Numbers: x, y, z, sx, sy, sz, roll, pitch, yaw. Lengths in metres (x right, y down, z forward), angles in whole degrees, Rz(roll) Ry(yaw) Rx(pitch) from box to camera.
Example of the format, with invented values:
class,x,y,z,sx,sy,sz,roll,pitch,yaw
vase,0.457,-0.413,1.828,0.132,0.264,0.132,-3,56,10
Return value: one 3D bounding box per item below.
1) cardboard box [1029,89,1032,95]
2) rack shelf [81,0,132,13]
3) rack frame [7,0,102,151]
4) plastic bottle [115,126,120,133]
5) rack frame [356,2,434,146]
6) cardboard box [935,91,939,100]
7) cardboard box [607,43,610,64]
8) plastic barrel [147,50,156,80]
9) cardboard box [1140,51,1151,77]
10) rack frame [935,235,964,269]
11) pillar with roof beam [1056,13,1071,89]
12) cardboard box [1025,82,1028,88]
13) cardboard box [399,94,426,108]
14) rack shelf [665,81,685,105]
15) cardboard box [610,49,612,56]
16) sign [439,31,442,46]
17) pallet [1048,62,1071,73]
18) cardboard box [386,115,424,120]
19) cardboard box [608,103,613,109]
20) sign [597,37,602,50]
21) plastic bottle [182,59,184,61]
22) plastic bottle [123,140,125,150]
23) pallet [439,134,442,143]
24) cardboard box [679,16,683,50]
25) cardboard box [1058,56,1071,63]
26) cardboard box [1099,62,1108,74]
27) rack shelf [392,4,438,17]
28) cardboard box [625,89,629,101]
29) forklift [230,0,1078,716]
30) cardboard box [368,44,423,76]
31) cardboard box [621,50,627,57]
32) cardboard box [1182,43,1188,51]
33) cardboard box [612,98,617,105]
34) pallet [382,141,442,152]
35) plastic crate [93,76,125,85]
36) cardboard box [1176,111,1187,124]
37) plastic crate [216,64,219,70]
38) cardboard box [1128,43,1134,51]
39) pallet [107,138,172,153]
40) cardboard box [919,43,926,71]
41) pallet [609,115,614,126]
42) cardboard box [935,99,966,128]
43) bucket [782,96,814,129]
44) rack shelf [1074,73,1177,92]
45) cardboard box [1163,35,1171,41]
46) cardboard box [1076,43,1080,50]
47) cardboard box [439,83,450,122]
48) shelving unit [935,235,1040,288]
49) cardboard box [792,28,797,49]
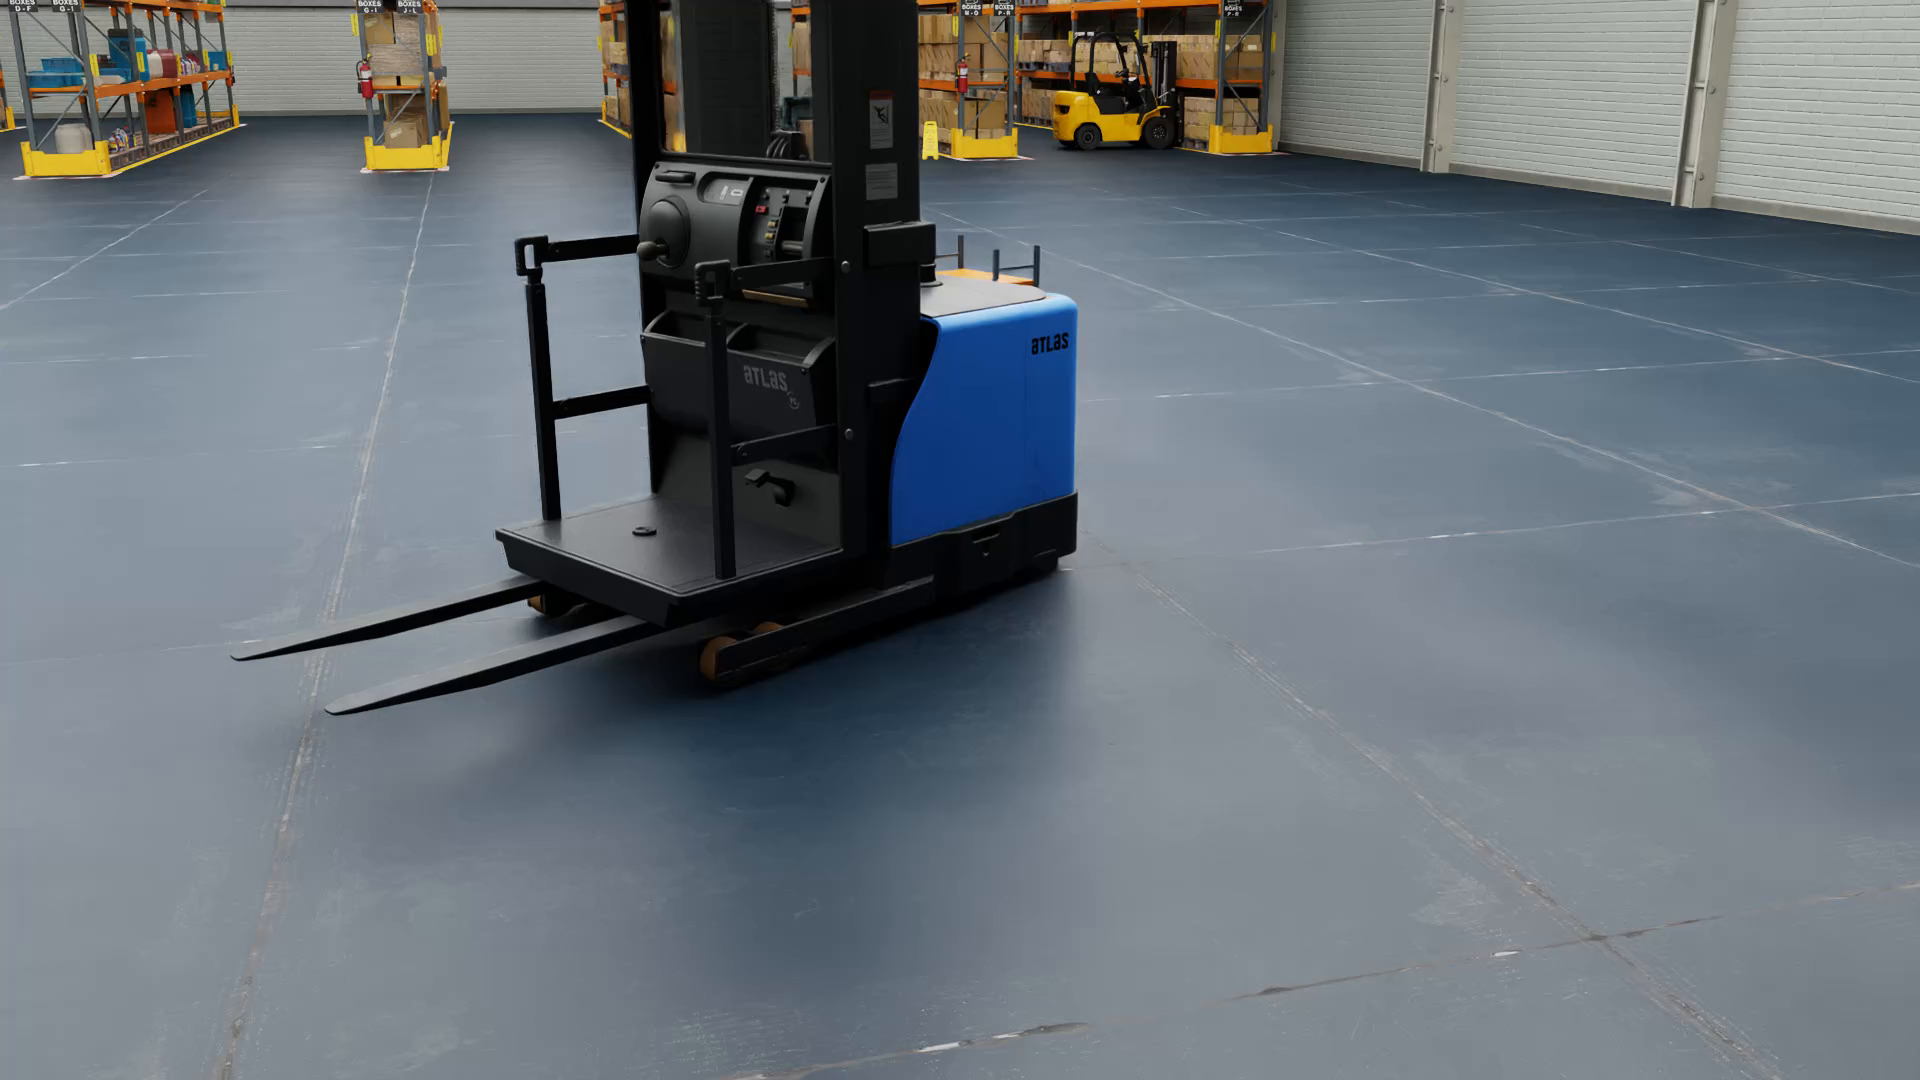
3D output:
class,x,y,z,sx,sy,sz,roll,pitch,yaw
cardboard box,1.928,-11.132,41.285,0.380,0.149,0.250,-5,17,-17
rack shelf,-14.380,-8.766,26.956,1.077,0.370,4.000,-5,17,-15
rack frame,-13.830,-7.120,25.442,1.000,3.000,0.127,-5,17,-15
plastic bottle,-14.614,-7.002,28.888,0.144,0.351,0.185,-5,17,-15
rack frame,-9.068,-7.512,26.746,1.000,3.000,0.127,-5,17,-15
cardboard box,-0.242,-8.217,30.710,0.380,0.149,0.250,-4,17,-14
cardboard box,-8.250,-11.779,40.259,0.500,0.500,0.500,-5,17,-16
plastic barrel,-15.302,-8.896,31.119,0.433,0.535,0.433,0,17,0
cardboard box,4.004,-9.700,33.856,0.500,0.500,0.500,-5,17,-17
rack frame,-0.082,-0.715,7.248,0.240,1.200,0.015,-13,21,-38
pillar with roof beam,-1.529,-14.805,40.597,9.100,9.000,0.400,-5,17,-15
cardboard box,1.836,-11.350,41.493,0.380,0.149,0.250,-5,17,-16
cardboard box,-10.898,-8.769,33.206,0.500,0.250,0.500,-3,17,-9
rack shelf,-4.821,-8.085,29.904,1.077,0.370,4.000,-5,17,-15
cardboard box,-7.830,-11.202,38.220,0.380,0.149,0.250,-5,17,-16
sign,-11.846,-11.393,37.793,0.100,0.325,0.005,-5,17,-15
pallet,2.780,-10.992,38.664,1.213,0.211,1.003,-5,17,-15
cardboard box,-9.931,-7.351,29.824,0.500,0.500,0.500,1,17,2
cardboard box,-8.631,-10.894,41.715,0.380,0.149,0.250,-4,17,-14
sign,-9.190,-12.674,42.424,0.100,0.325,0.005,-5,17,-15
plastic bottle,-16.699,-10.176,35.701,0.144,0.351,0.185,-5,17,-15
plastic bottle,-14.234,-6.724,28.221,0.097,0.201,0.097,0,17,0
pallet,-10.721,-7.836,32.673,1.003,0.211,1.213,-5,17,-15
cardboard box,-4.336,-8.571,28.133,0.875,0.550,0.550,-5,17,-15
cardboard box,2.484,-11.134,38.511,0.380,0.149,0.250,-4,17,-14
cardboard box,3.343,-10.263,36.165,0.500,0.250,0.500,-4,17,-13
rack shelf,-12.915,-12.477,39.310,1.077,0.370,4.000,-5,17,-15
cardboard box,-7.183,-9.901,37.012,0.500,0.250,0.500,-4,17,-14
forklift,-0.920,-1.091,5.490,1.130,2.935,3.031,15,23,41
cardboard box,-9.192,-7.857,27.202,0.875,0.500,0.500,-5,17,-15
cardboard box,-7.043,-10.413,35.593,0.380,0.149,0.250,-4,17,-14
cardboard box,4.492,-9.474,31.977,0.380,0.149,0.250,-5,17,-15
cardboard box,-8.260,-10.675,40.469,0.380,0.149,0.250,-6,18,-18
pallet,-9.948,-7.100,30.221,1.003,0.211,1.213,-5,17,-15
plastic crate,-14.239,-7.671,27.735,0.530,0.136,0.437,-5,17,-15
cardboard box,4.508,-8.203,32.228,0.500,0.250,0.500,-5,17,-17
plastic crate,-17.829,-11.237,39.502,0.396,0.136,0.243,-5,17,-15
cardboard box,3.737,-10.301,34.729,0.380,0.149,0.250,-5,17,-16
pallet,-15.521,-7.444,31.365,1.003,0.211,1.213,-5,17,-15
cardboard box,-0.500,-9.172,31.580,0.500,0.500,0.500,-5,17,-16
pallet,-8.126,-10.381,41.144,1.003,0.211,1.213,-5,17,-15
cardboard box,-0.157,-7.884,30.730,0.500,0.500,0.500,-4,17,-13
bucket,-3.116,-8.287,32.376,0.726,0.611,0.620,1,7,4
rack shelf,3.583,-10.004,36.293,1.077,0.370,4.000,-5,17,-15
cardboard box,4.242,-9.901,32.880,0.380,0.149,0.250,-5,17,-16
cardboard box,2.838,-11.149,37.552,0.380,0.149,0.250,-4,17,-14
cardboard box,-11.924,-9.592,36.635,1.225,0.875,0.875,-5,18,-17
shelving unit,0.074,-0.661,7.068,0.258,1.200,0.503,-13,21,-38
cardboard box,-4.078,-13.093,43.413,0.500,0.500,0.500,-5,17,-16
